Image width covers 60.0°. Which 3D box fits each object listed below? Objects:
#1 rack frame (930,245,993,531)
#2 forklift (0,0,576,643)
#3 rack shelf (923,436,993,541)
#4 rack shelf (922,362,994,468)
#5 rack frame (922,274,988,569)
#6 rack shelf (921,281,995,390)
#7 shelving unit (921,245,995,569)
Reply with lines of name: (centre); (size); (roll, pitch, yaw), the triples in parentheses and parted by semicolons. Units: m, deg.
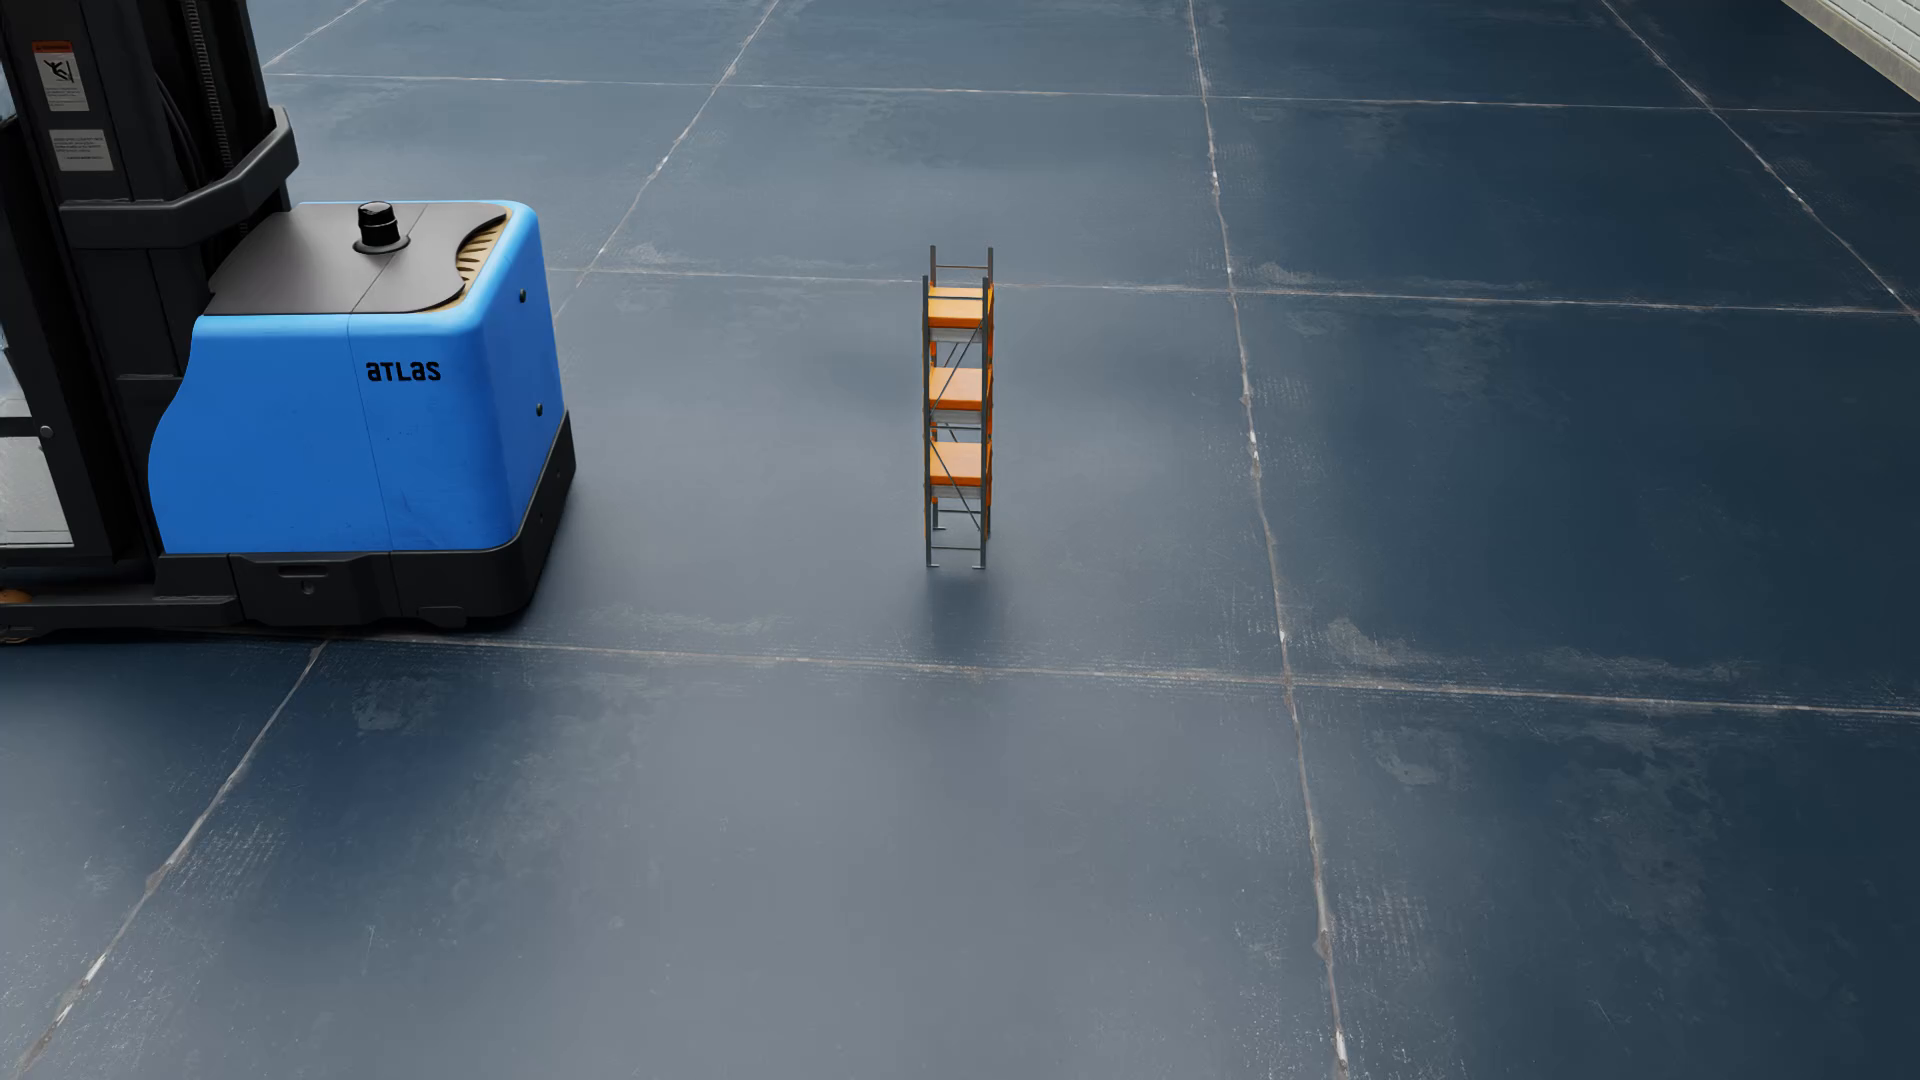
rack frame: (0.006, -0.483, 5.533); (0.200, 1.050, 0.008); (2, 32, 4)
forklift: (-2.896, -1.203, 4.908); (3.031, 2.935, 1.130); (-1, 32, -1)
rack shelf: (-0.004, -0.173, 5.581); (0.215, 0.259, 0.240); (2, 32, 4)
rack shelf: (-0.004, -0.410, 5.435); (0.215, 0.259, 0.240); (2, 32, 4)
rack frame: (-0.014, -0.355, 5.326); (0.200, 1.050, 0.008); (2, 32, 4)
rack shelf: (-0.004, -0.652, 5.286); (0.215, 0.259, 0.240); (2, 32, 4)
shelving unit: (-0.004, -0.419, 5.429); (0.215, 1.050, 0.252); (2, 32, 4)
